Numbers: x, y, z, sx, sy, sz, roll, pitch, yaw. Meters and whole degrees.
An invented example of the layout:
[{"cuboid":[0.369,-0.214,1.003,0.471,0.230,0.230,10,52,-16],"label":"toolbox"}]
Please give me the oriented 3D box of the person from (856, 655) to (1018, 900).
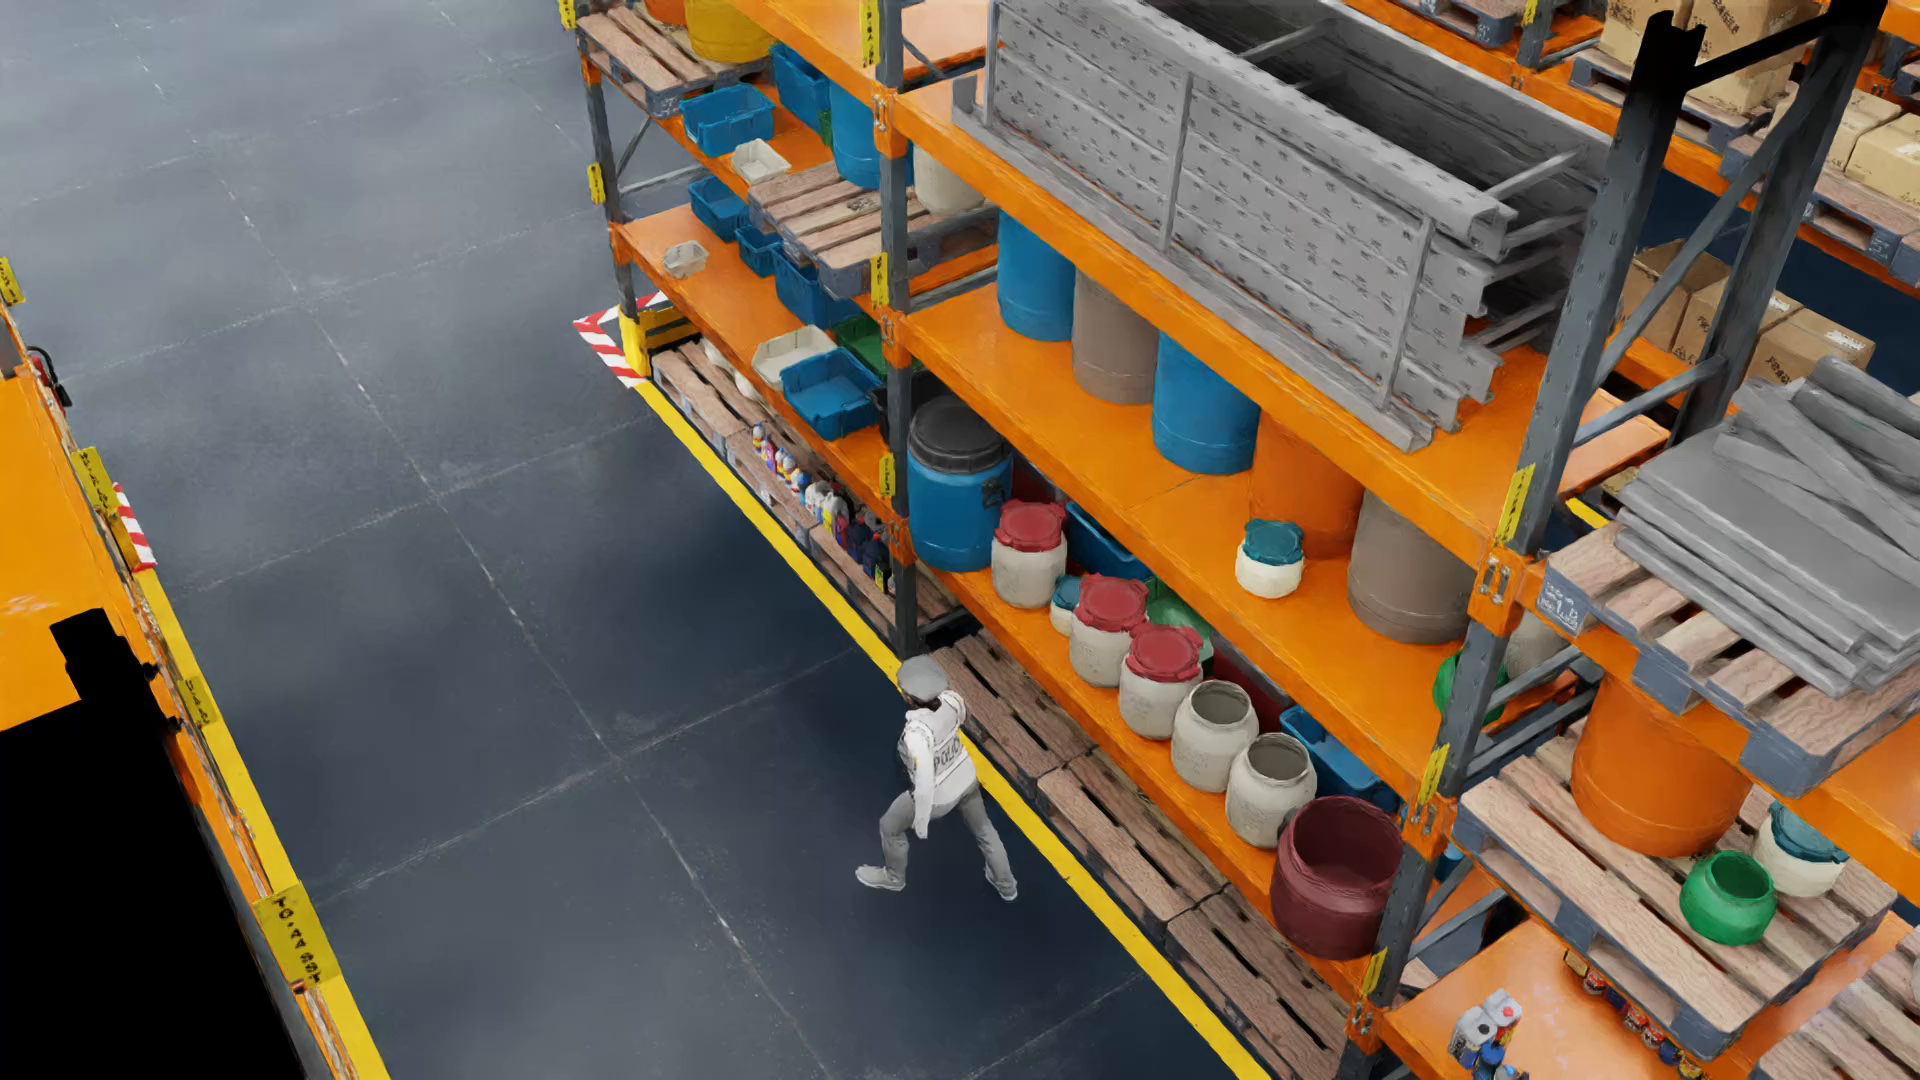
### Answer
[{"cuboid":[-0.095,1.303,8.735,0.815,1.607,0.638,29,50,28],"label":"person"}]
